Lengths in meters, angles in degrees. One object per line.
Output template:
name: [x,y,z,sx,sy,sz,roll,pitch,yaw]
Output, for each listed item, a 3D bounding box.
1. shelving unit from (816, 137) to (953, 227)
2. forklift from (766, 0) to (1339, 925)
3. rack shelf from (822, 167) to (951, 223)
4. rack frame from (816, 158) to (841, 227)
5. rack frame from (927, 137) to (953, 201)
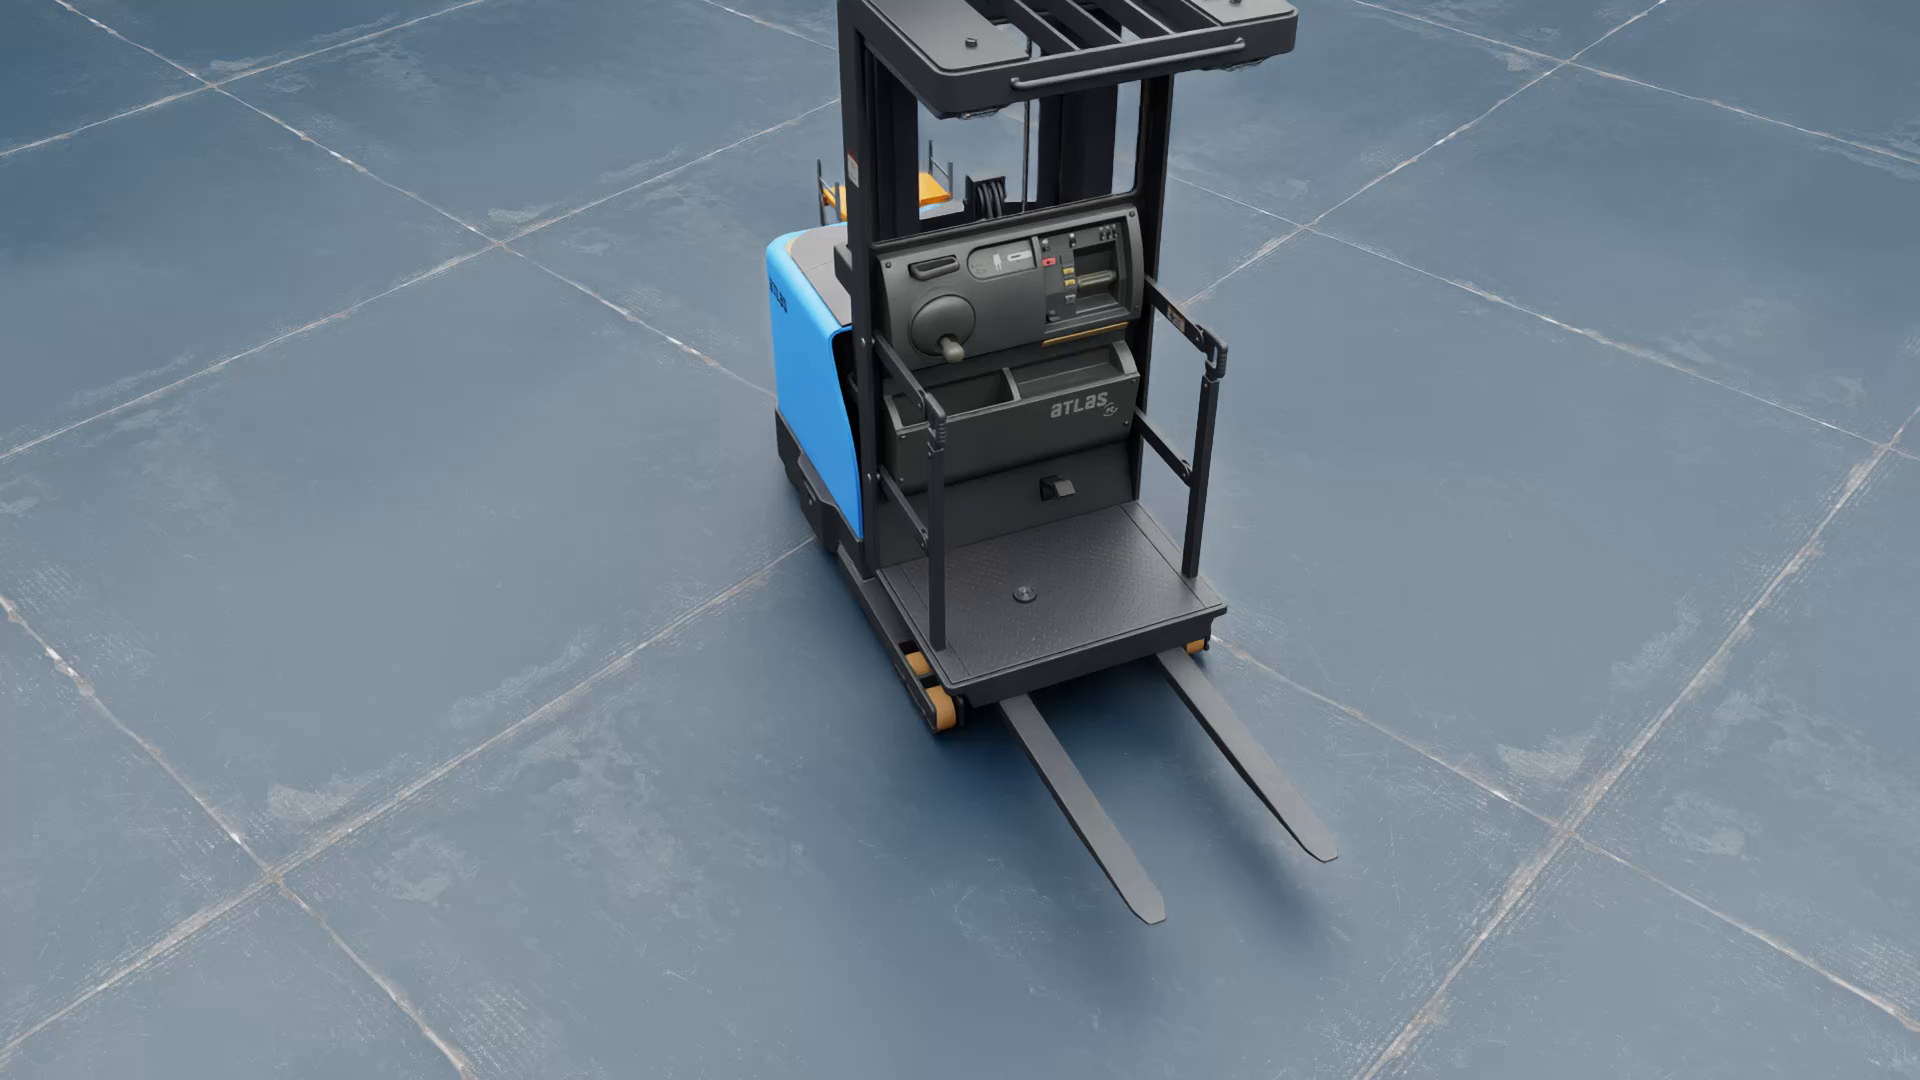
shelving unit: [-0.306,-1.075,7.134,0.503,1.200,0.258,-15,40,-18]
forklift: [0.271,-0.774,5.368,1.130,2.935,3.031,-15,41,-18]
rack shelf: [-0.308,-1.385,6.894,0.480,0.148,0.258,-15,40,-18]
rack frame: [-0.530,-1.015,7.059,0.015,1.200,0.240,-15,40,-18]
rack frame: [-0.082,-1.135,7.210,0.015,1.200,0.240,-15,40,-18]
